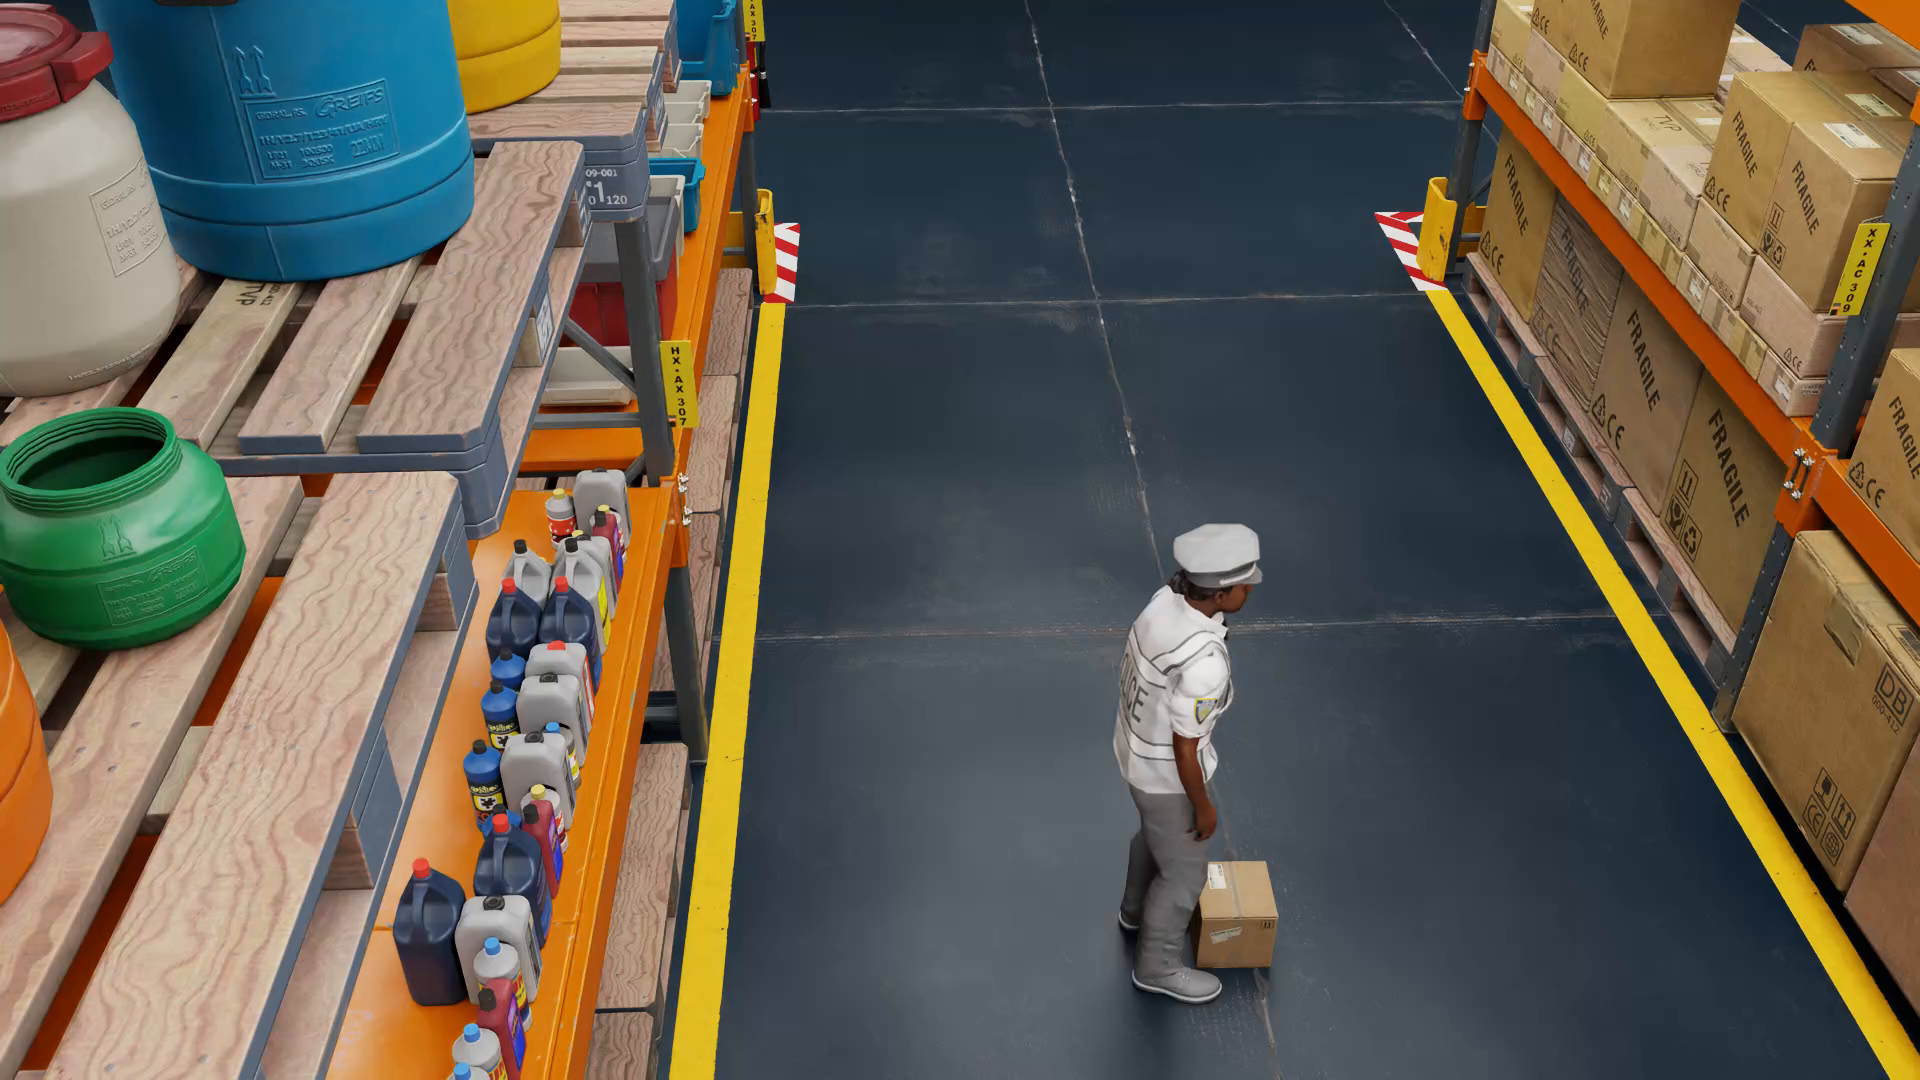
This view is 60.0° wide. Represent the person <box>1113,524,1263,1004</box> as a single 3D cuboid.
[{"bbox_3d":[0.680,0.695,5.167,0.393,1.663,0.528,-3,36,-4],"label":"person"}]
